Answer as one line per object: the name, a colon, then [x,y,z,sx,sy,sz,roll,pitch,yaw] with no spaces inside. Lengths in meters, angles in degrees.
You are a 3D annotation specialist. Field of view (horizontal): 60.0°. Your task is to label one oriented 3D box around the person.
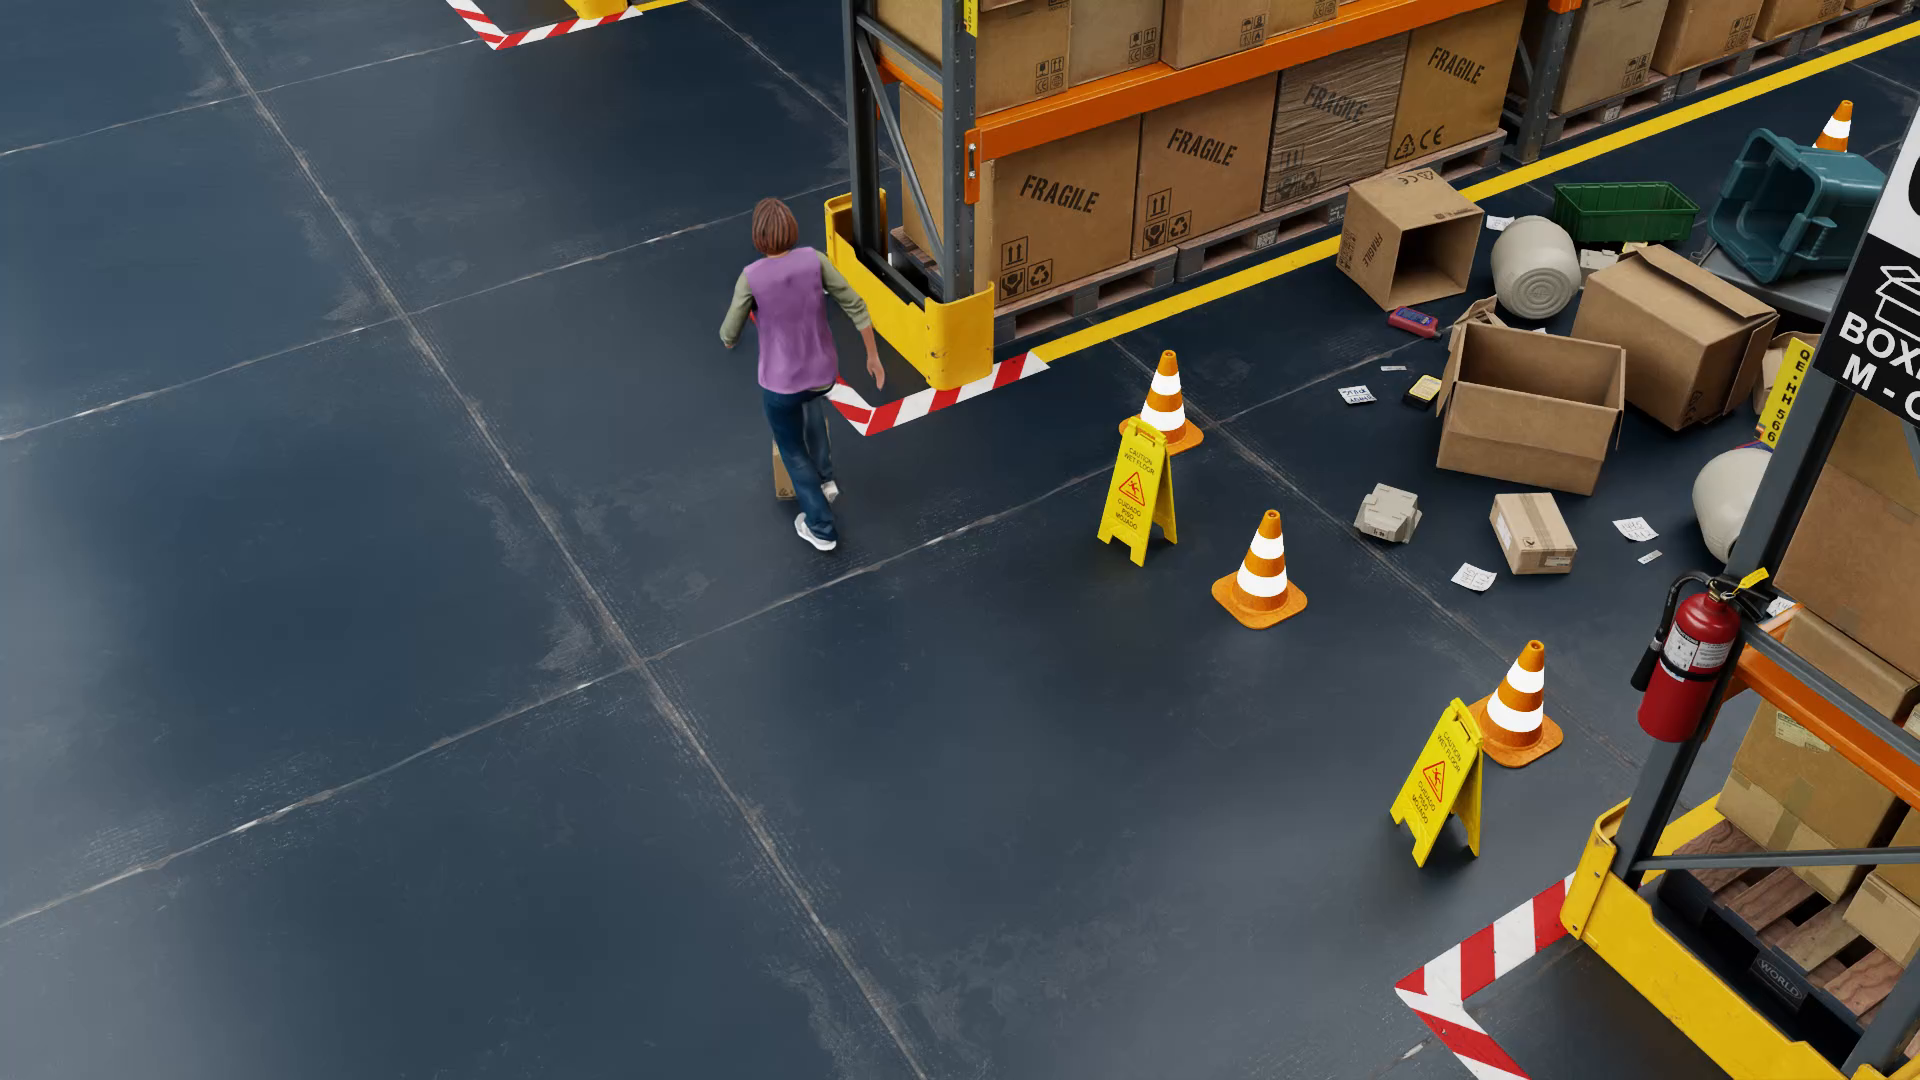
person: [-0.683,-0.716,7.006,0.578,1.550,0.674,-20,45,-21]
